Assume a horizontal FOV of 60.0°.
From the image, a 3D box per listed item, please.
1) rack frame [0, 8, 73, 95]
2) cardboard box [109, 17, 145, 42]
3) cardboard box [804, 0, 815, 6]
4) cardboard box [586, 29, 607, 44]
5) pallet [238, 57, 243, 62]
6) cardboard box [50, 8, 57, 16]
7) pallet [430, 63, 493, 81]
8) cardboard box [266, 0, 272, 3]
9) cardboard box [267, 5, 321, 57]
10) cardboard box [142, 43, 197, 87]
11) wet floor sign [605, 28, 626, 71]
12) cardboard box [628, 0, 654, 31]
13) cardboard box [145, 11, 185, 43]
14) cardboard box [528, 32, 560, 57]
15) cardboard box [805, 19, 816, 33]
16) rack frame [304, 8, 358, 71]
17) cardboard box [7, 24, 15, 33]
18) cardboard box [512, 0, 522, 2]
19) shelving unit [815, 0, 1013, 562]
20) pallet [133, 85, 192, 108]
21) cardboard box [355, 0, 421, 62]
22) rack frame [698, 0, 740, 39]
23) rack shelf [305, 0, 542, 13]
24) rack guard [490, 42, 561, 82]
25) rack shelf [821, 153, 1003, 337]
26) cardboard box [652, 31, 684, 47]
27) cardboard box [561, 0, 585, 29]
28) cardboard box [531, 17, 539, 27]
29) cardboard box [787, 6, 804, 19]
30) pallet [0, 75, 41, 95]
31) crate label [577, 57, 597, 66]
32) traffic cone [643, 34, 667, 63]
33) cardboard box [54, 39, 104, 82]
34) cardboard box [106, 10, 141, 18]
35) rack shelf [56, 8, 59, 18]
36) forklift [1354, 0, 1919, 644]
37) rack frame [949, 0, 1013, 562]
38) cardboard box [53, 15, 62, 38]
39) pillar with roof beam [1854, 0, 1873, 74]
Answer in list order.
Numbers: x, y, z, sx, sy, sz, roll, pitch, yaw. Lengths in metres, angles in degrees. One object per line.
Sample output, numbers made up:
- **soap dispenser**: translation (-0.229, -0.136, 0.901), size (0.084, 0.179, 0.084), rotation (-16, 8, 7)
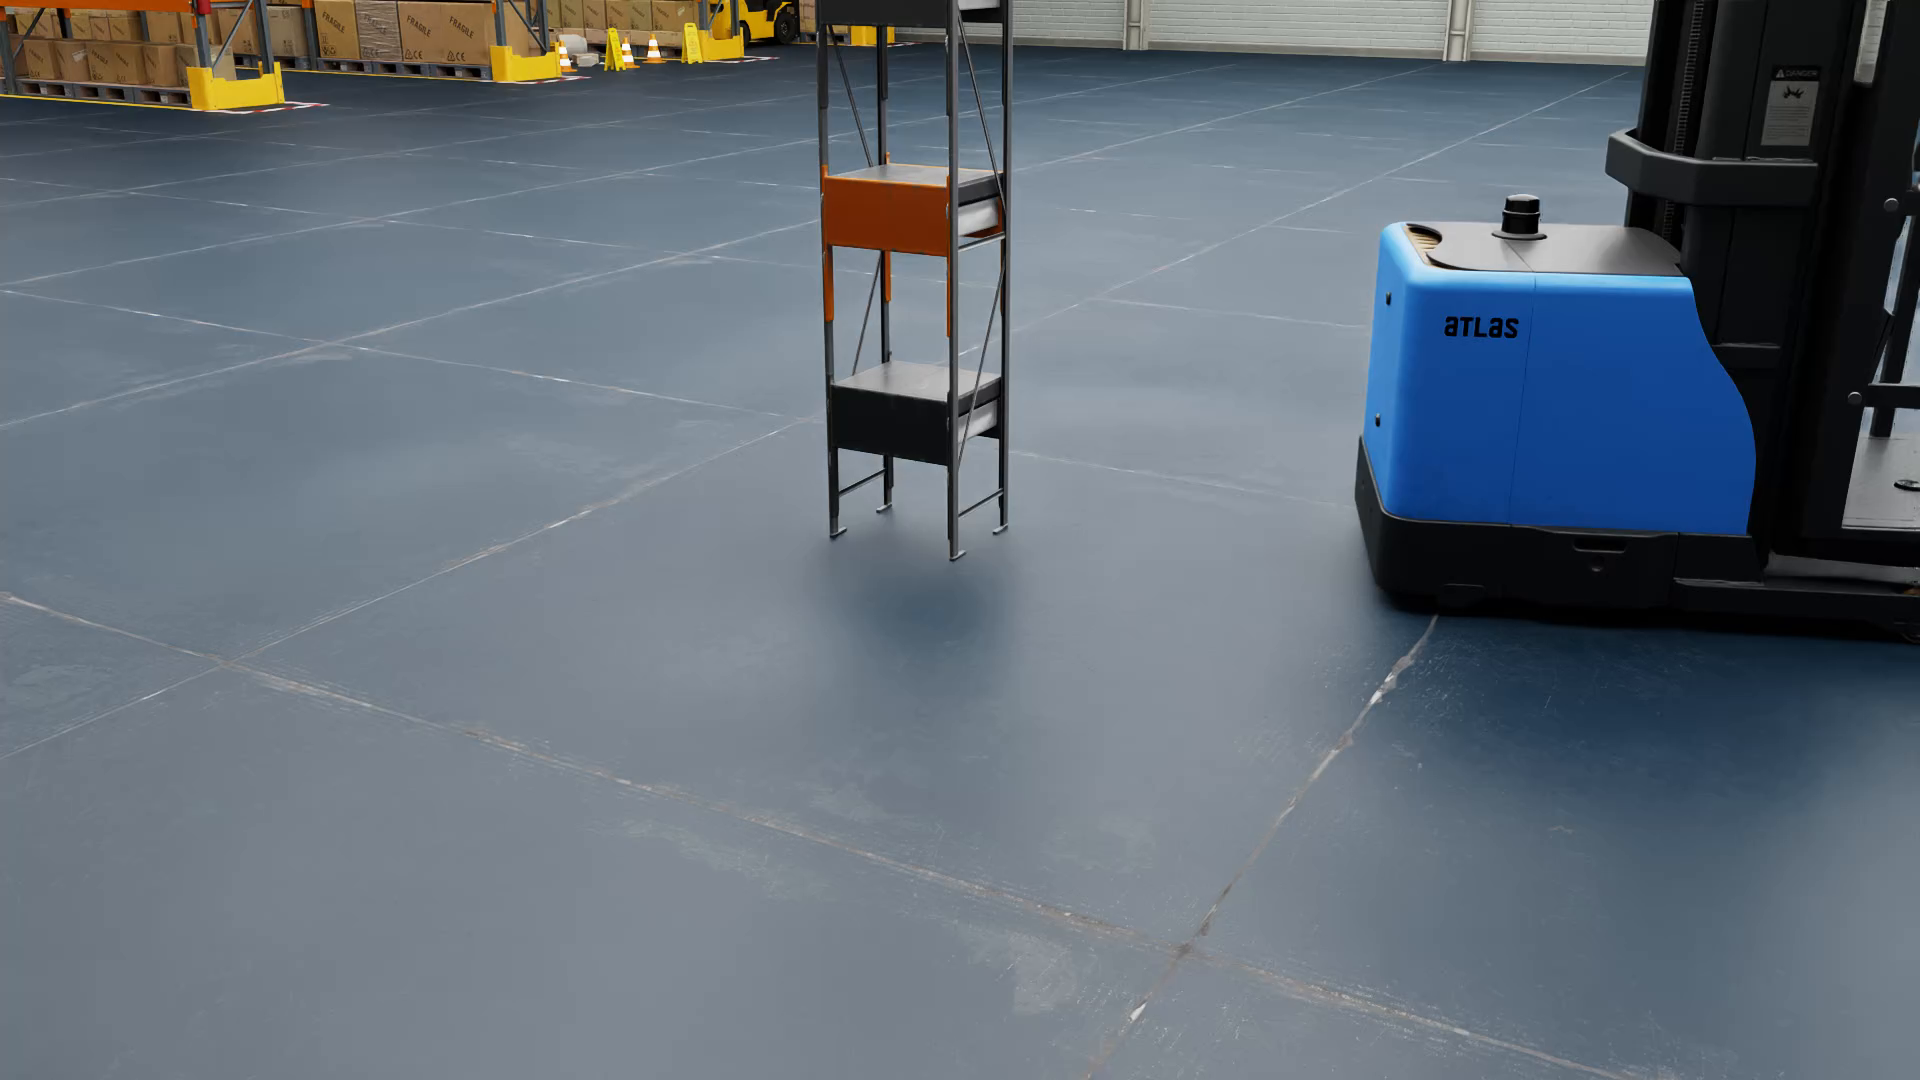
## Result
- **rack frame**: translation (-12.494, -7.528, 22.220), size (0.127, 3.000, 1.000), rotation (11, 23, 27)
- **cardboard box**: translation (-14.181, -8.707, 28.520), size (0.500, 0.500, 0.500), rotation (11, 23, 27)
- **cardboard box**: translation (-2.754, -10.733, 33.006), size (0.500, 0.250, 0.500), rotation (11, 23, 28)
- **cardboard box**: translation (-6.342, -9.032, 29.782), size (0.500, 0.250, 0.500), rotation (10, 22, 27)
- **pallet**: translation (-12.828, -8.189, 28.131), size (1.213, 0.211, 1.003), rotation (11, 23, 27)
- **cardboard box**: translation (-15.546, -9.318, 29.104), size (0.500, 0.250, 0.500), rotation (12, 23, 29)
- **pallet**: translation (-7.231, -7.122, 25.189), size (1.213, 0.211, 1.003), rotation (11, 23, 27)
- **cardboard box**: translation (-14.065, -10.928, 34.093), size (0.875, 0.875, 0.875), rotation (12, 23, 29)
- **cardboard box**: translation (-10.573, -8.204, 26.767), size (0.750, 0.750, 1.050), rotation (11, 23, 27)
- **cardboard box**: translation (-10.078, -6.083, 21.287), size (0.500, 0.500, 0.500), rotation (18, 27, 41)
- **wet floor sign**: translation (-5.504, -7.801, 26.424), size (0.232, 0.644, 0.267), rotation (7, 21, 18)
- **cardboard box**: translation (-5.453, -9.212, 29.179), size (0.500, 0.500, 0.500), rotation (12, 23, 29)
- **cardboard box**: translation (-12.991, -8.665, 28.037), size (0.750, 0.750, 1.050), rotation (10, 22, 27)
- **cardboard box**: translation (-6.937, -8.178, 27.673), size (0.637, 0.503, 0.797), rotation (-4, 20, -10)
- **cardboard box**: translation (-2.745, -10.266, 33.184), size (0.500, 0.250, 0.500), rotation (11, 23, 27)
- **rack frame**: translation (-9.987, -8.988, 26.244), size (0.127, 3.000, 1.000), rotation (11, 23, 27)
- **cardboard box**: translation (-17.401, -9.273, 30.159), size (0.250, 0.149, 0.380), rotation (11, 23, 28)
- **cardboard box**: translation (-9.642, -11.737, 36.873), size (0.500, 0.500, 0.500), rotation (10, 22, 26)
- **shelving unit**: translation (-0.145, -1.015, 5.583), size (0.503, 2.100, 0.431), rotation (11, 23, 27)
- **pallet**: translation (-9.760, -5.711, 21.298), size (1.213, 0.211, 1.003), rotation (11, 23, 27)
- **cardboard box**: translation (-8.683, -7.912, 25.779), size (0.875, 0.875, 0.875), rotation (11, 23, 28)
- **rack frame**: translation (-4.169, -9.813, 28.519), size (0.127, 3.000, 1.000), rotation (11, 23, 27)
- **rack shelf**: translation (-8.241, -8.317, 25.450), size (4.000, 0.370, 1.077), rotation (11, 23, 27)
- **rack guard**: translation (-6.474, -7.144, 24.826), size (0.348, 0.500, 1.175), rotation (11, 23, 27)
- **rack shelf**: translation (-0.145, -1.002, 5.588), size (0.480, 0.518, 0.431), rotation (11, 23, 27)
- **cardboard box**: translation (-5.027, -8.776, 29.078), size (0.500, 0.250, 0.500), rotation (11, 23, 27)
- **cardboard box**: translation (-6.805, -9.472, 29.895), size (0.500, 0.500, 0.500), rotation (12, 23, 29)
- **cardboard box**: translation (-8.120, -9.527, 30.968), size (0.625, 0.372, 0.950), rotation (11, 23, 28)
- **cardboard box**: translation (-3.223, -10.586, 33.332), size (0.500, 0.250, 0.500), rotation (10, 22, 26)
- **pallet**: translation (-13.175, -6.346, 23.051), size (1.213, 0.211, 1.003), rotation (11, 23, 27)
- **crate label**: translation (-6.135, -7.880, 27.389), size (0.298, 0.136, 0.250), rotation (0, 20, -1)
- **traffic cone**: translation (-5.174, -8.308, 28.090), size (0.334, 0.463, 0.336), rotation (11, 23, 27)
- **cardboard box**: translation (-11.661, -6.379, 22.102), size (0.500, 0.500, 0.500), rotation (-17, 26, -39)
- **cardboard box**: translation (-14.204, -9.064, 28.403), size (0.500, 0.250, 0.500), rotation (10, 22, 26)
- **rack shelf**: translation (-14.240, -7.523, 23.260), size (4.000, 0.370, 1.077), rotation (11, 23, 27)
- **forklift**: translation (2.881, -1.249, 5.011), size (3.031, 2.935, 1.130), rotation (3, 20, 8)
- **rack frame**: translation (0.069, -0.974, 5.471), size (0.015, 2.100, 0.400), rotation (11, 23, 27)
- **cardboard box**: translation (-15.529, -8.968, 29.240), size (0.500, 0.500, 0.500), rotation (11, 23, 28)
- **pillar with roof beam**: translation (11.695, -10.221, 20.845), size (0.400, 9.000, 9.100), rotation (11, 23, 27)
